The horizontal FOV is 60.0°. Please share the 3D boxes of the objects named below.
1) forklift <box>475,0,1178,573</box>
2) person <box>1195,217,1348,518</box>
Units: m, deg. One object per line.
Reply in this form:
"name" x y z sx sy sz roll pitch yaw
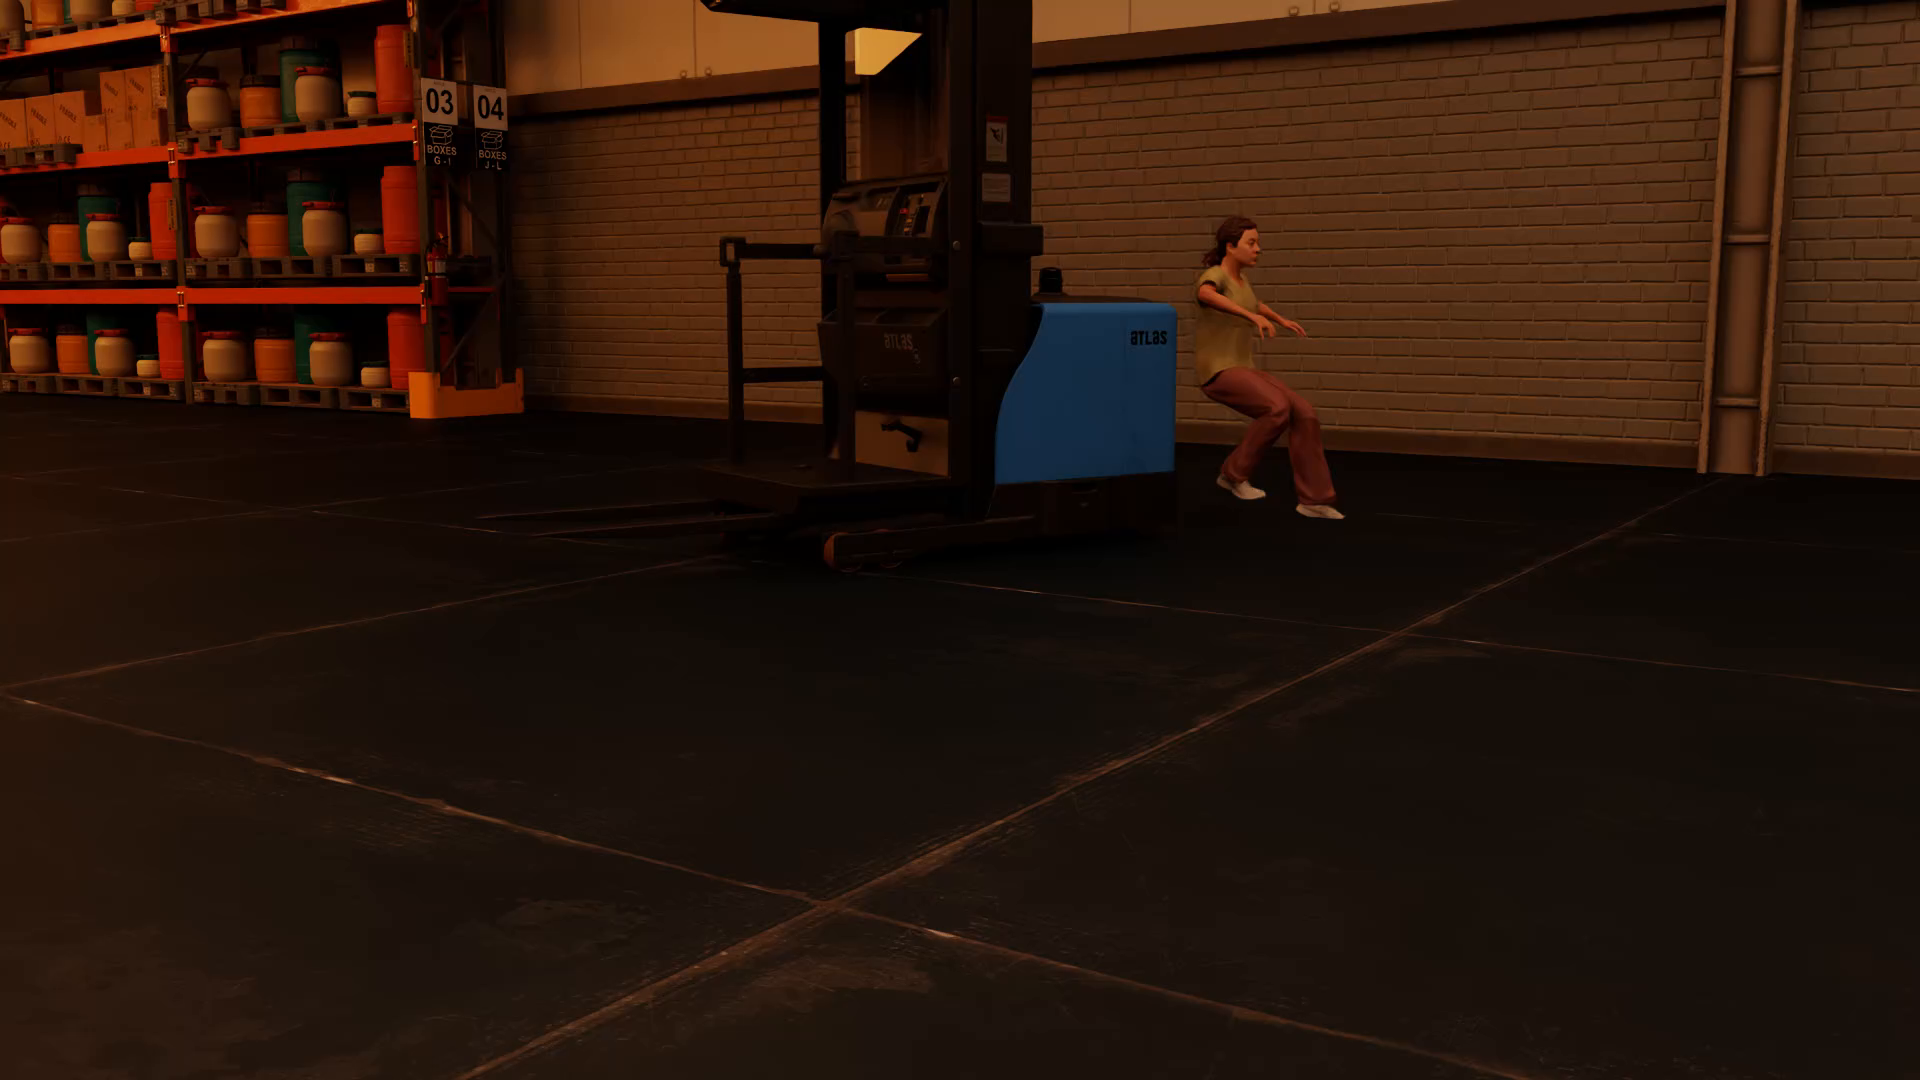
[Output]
"forklift" -0.507 -1.403 7.061 3.031 2.935 1.130 -5 10 -33
"person" 1.518 -0.811 8.225 0.714 1.558 0.886 5 10 34
